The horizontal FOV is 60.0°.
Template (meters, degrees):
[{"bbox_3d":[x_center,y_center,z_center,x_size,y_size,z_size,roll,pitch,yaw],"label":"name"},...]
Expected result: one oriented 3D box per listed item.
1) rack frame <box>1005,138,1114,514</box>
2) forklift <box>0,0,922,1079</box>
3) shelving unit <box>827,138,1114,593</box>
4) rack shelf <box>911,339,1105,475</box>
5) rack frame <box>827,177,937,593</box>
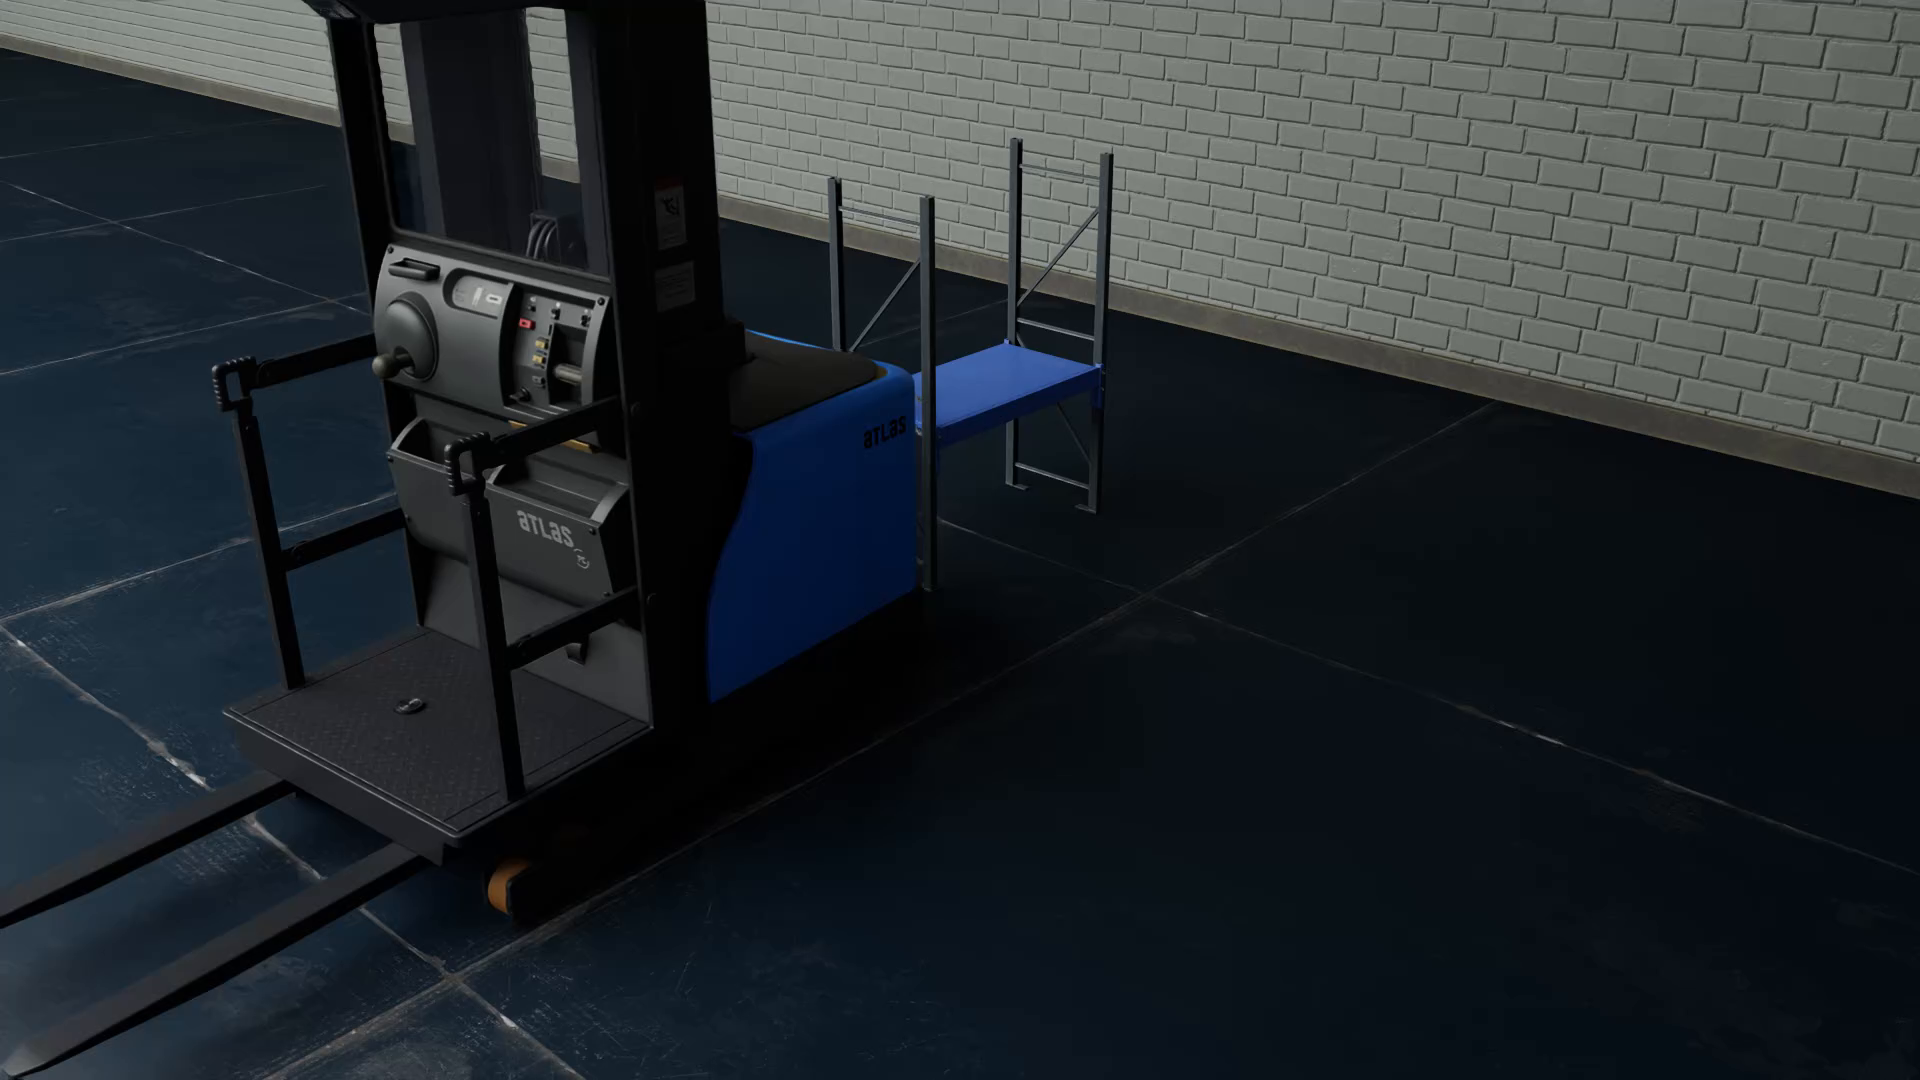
[{"bbox_3d":[0.396,-0.865,6.847,0.500,1.500,0.032,20,31,38],"label":"rack frame"},{"bbox_3d":[-1.414,-0.546,4.384,1.130,2.935,3.031,17,29,33],"label":"forklift"},{"bbox_3d":[0.057,-0.710,6.501,0.538,1.500,1.048,20,31,38],"label":"shelving unit"},{"bbox_3d":[0.057,-0.546,6.575,0.538,0.185,1.000,20,31,38],"label":"rack shelf"},{"bbox_3d":[-0.282,-0.555,6.156,0.500,1.500,0.032,20,31,38],"label":"rack frame"}]
